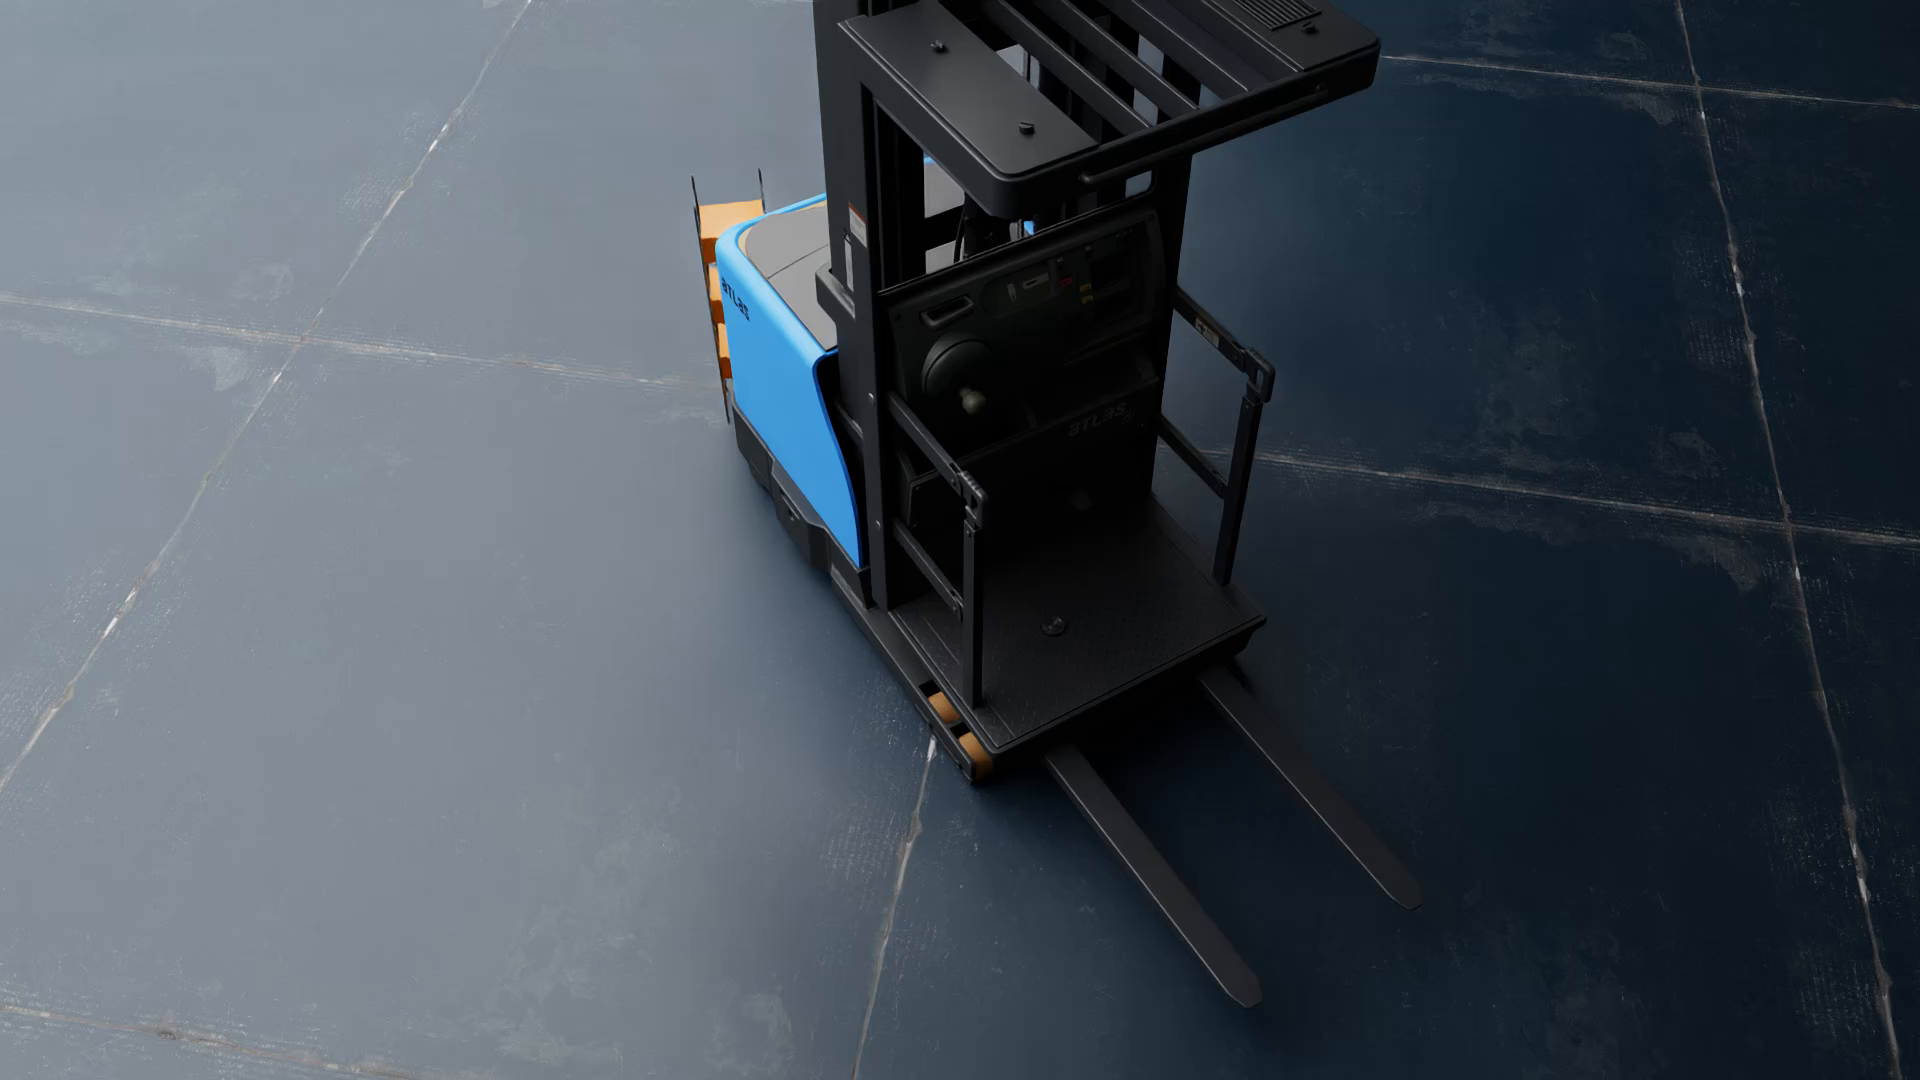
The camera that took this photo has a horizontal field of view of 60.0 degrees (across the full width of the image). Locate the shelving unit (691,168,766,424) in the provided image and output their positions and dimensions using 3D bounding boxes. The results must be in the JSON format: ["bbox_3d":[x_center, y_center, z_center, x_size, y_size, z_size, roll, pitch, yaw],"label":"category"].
[{"bbox_3d":[-0.828,-0.911,6.357,0.252,1.050,0.215,-7,47,-5],"label":"shelving unit"}]

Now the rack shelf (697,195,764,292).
[{"bbox_3d":[-0.833,-1.097,6.157,0.240,0.259,0.215,-7,47,-5],"label":"rack shelf"}]

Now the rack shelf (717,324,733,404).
[{"bbox_3d":[-0.824,-0.714,6.568,0.240,0.259,0.215,-7,47,-5],"label":"rack shelf"}]

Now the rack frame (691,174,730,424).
[{"bbox_3d":[-0.949,-0.896,6.346,0.008,1.050,0.200,-7,47,-5],"label":"rack frame"}]

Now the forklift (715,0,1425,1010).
[{"bbox_3d":[0.324,-0.581,4.802,1.130,2.935,3.031,-24,52,-20],"label":"forklift"}]

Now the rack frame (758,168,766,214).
[{"bbox_3d":[-0.708,-0.925,6.368,0.008,1.050,0.200,-7,47,-5],"label":"rack frame"}]

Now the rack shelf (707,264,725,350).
[{"bbox_3d":[-0.828,-0.903,6.365,0.240,0.259,0.215,-7,47,-5],"label":"rack shelf"}]
